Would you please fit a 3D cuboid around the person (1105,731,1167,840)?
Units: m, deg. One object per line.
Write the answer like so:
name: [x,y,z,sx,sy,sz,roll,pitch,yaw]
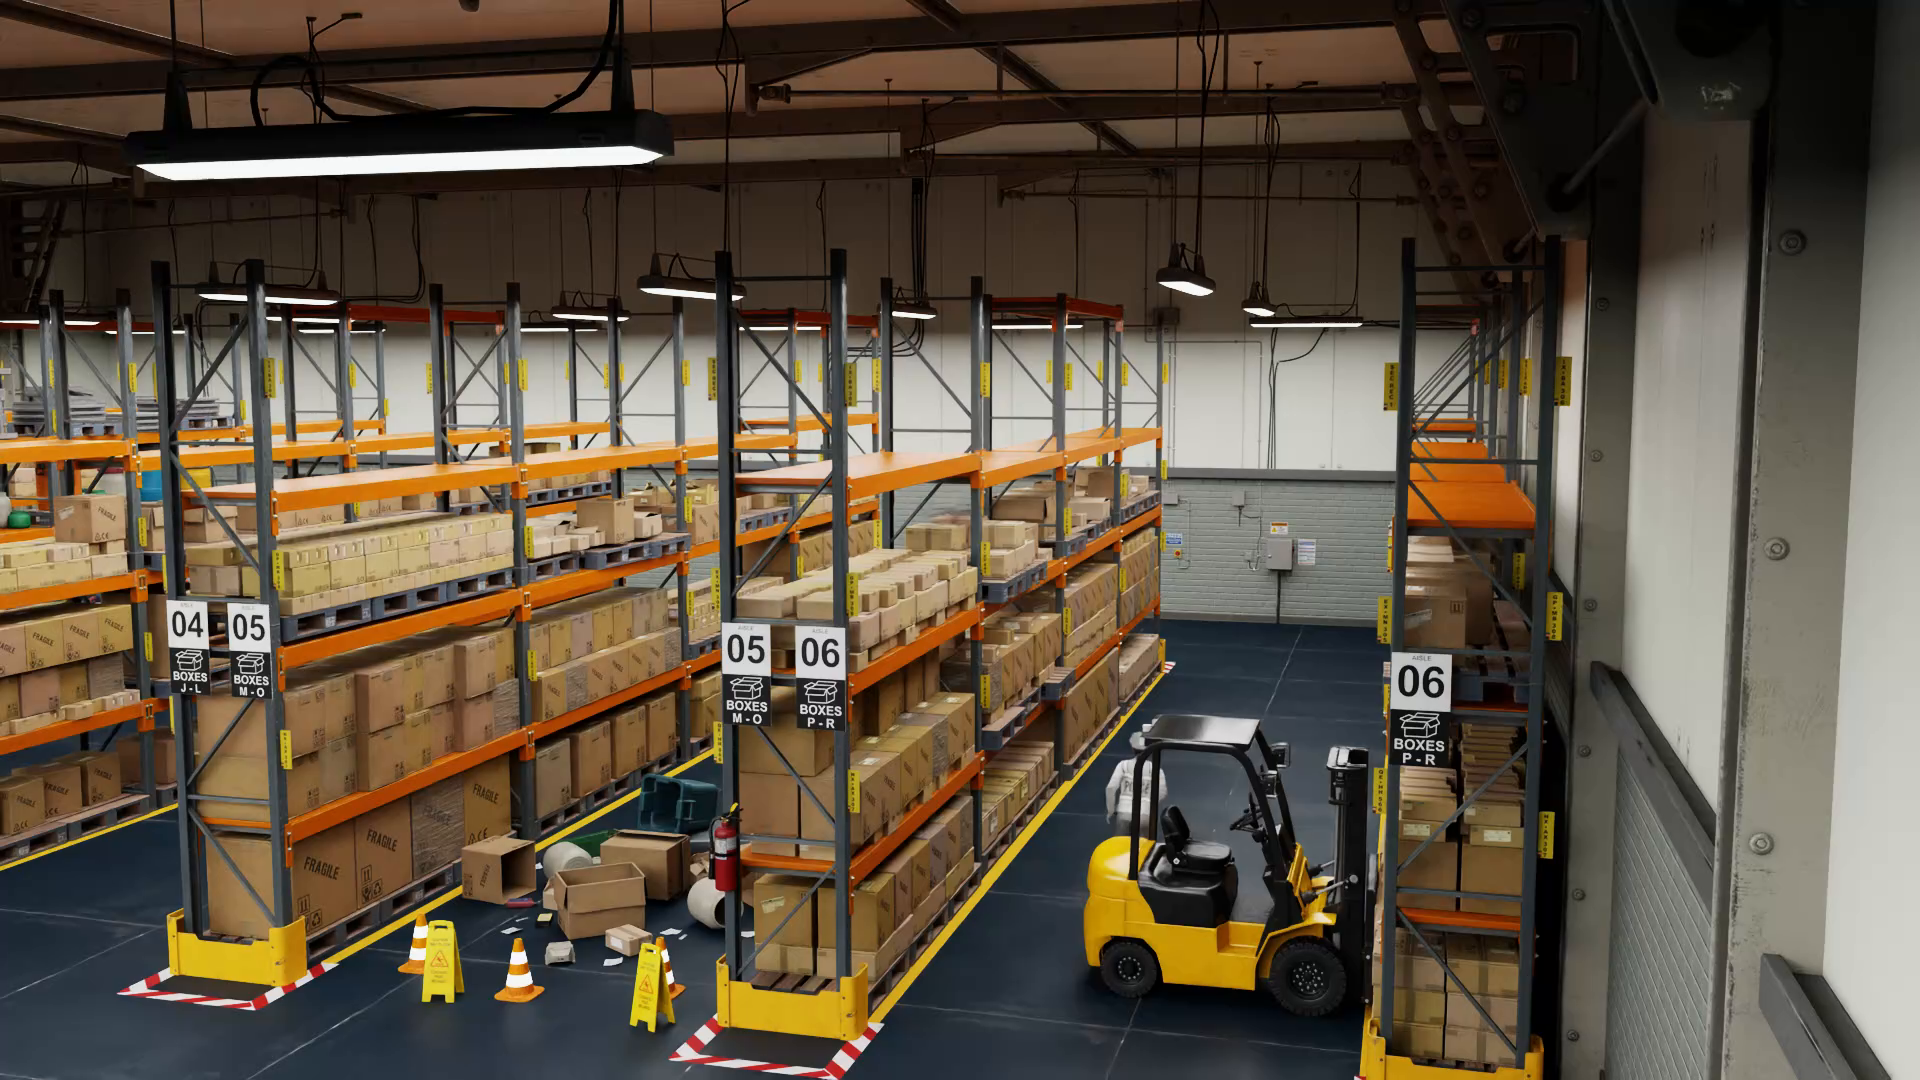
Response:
person: [1.715,2.670,16.187,0.570,1.599,0.721,2,6,16]
